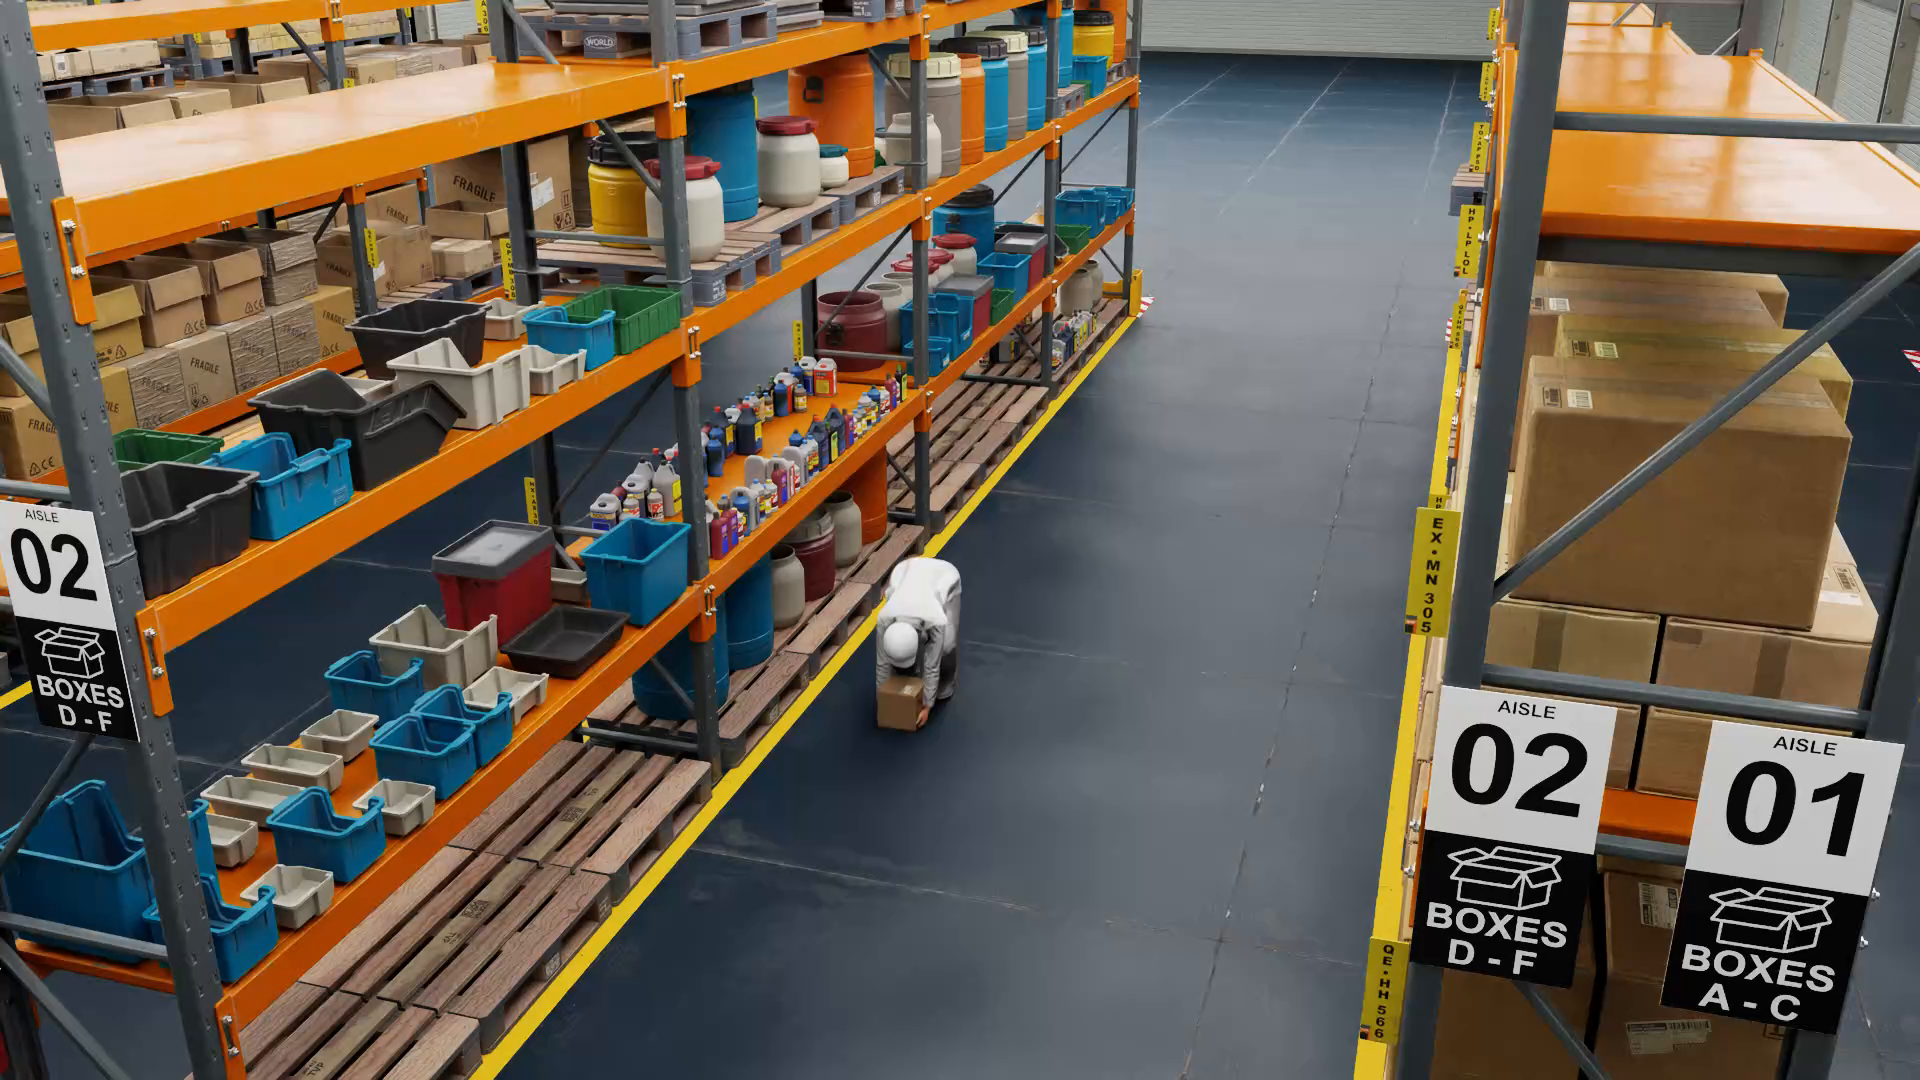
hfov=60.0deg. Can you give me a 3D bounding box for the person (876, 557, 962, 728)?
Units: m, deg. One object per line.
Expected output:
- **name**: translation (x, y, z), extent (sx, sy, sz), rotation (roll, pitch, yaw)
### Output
- **person**: translation (-0.277, 0.635, 10.637), extent (0.519, 0.916, 1.000), rotation (5, 22, 13)
